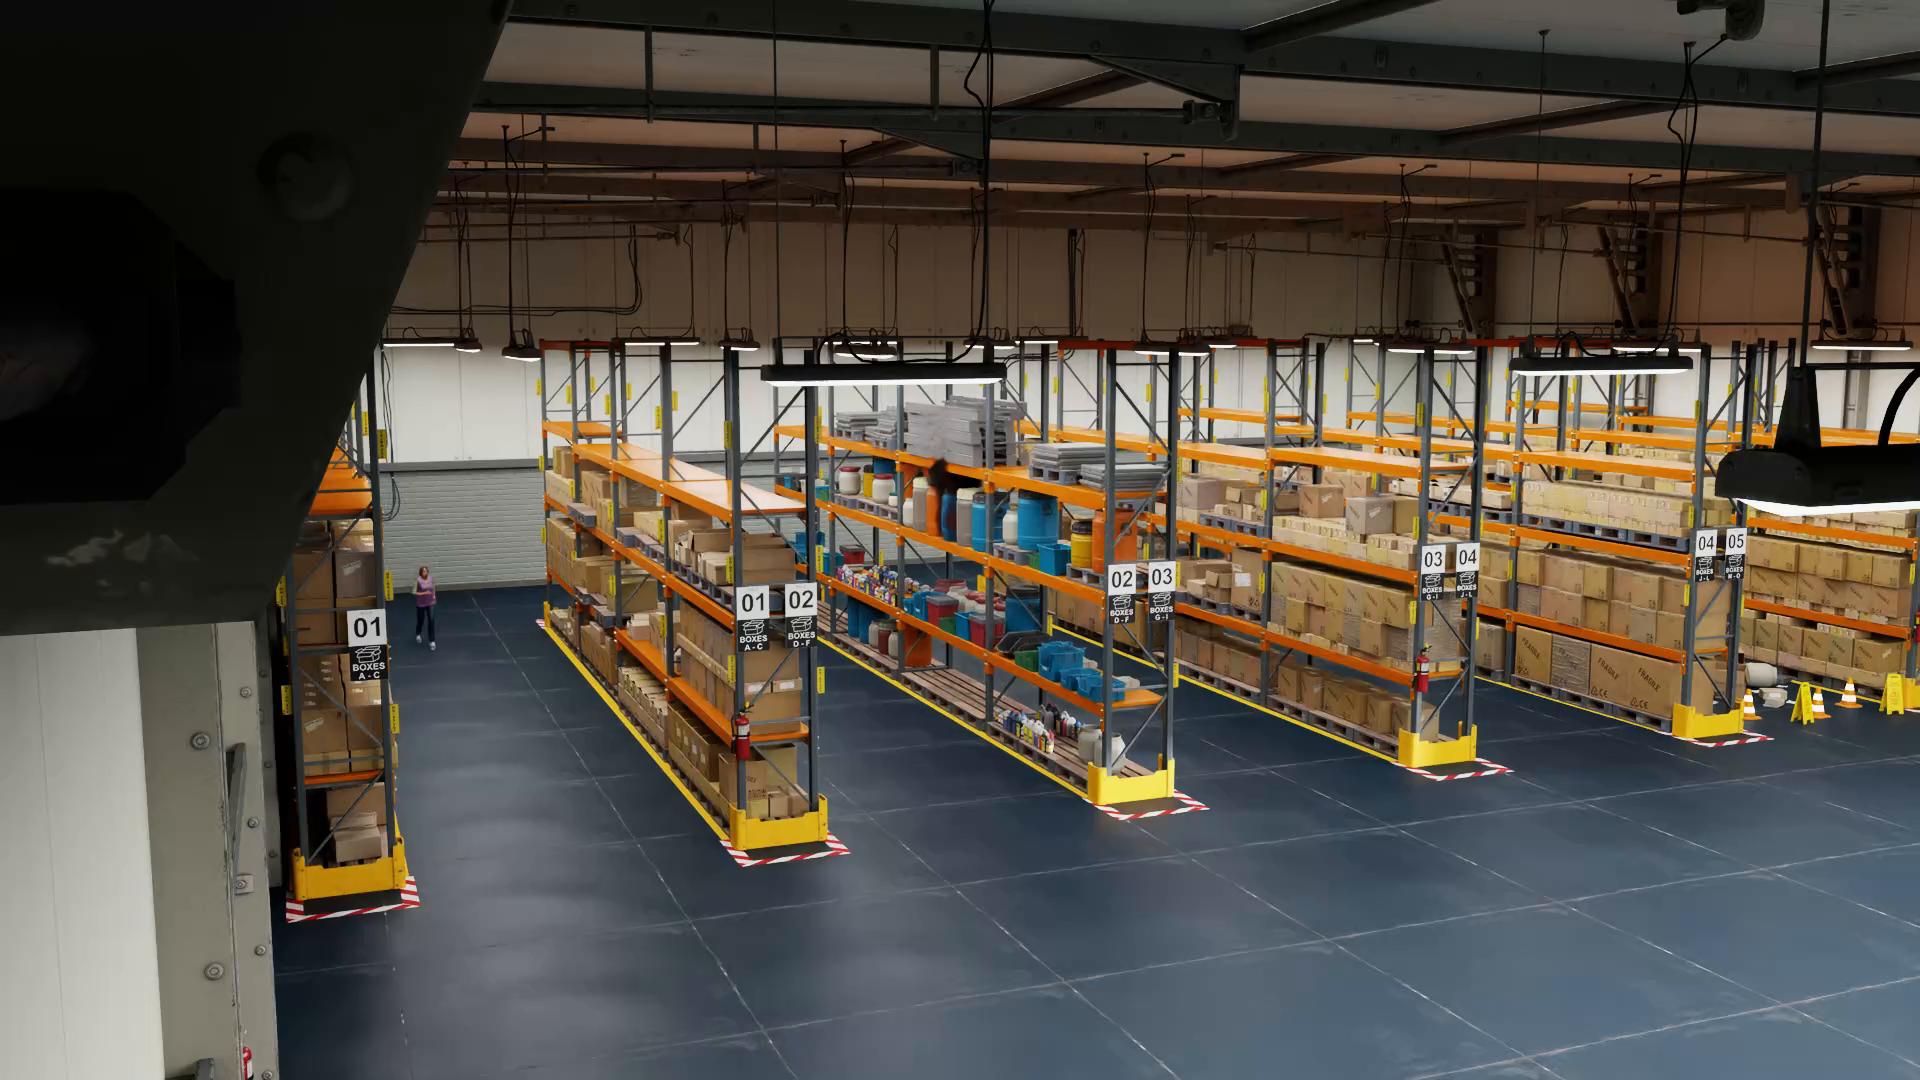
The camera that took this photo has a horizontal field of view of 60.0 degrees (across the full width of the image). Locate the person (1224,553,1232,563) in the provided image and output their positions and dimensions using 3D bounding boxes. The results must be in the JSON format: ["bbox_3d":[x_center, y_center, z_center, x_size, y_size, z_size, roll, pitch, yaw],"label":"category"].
[{"bbox_3d":[5.359,1.086,33.952,0.671,1.673,0.709,-1,8,-10],"label":"person"}]

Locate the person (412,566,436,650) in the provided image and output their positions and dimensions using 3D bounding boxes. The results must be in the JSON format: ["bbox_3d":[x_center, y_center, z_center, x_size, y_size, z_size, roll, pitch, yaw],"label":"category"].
[{"bbox_3d":[-10.469,1.292,32.508,0.520,1.609,0.842,-5,9,-35],"label":"person"}]

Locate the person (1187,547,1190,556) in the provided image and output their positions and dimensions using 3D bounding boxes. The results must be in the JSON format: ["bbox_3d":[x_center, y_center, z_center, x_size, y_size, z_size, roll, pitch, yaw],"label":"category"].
[{"bbox_3d":[4.911,0.927,35.493,0.555,1.615,0.861,-3,8,-23],"label":"person"}]
